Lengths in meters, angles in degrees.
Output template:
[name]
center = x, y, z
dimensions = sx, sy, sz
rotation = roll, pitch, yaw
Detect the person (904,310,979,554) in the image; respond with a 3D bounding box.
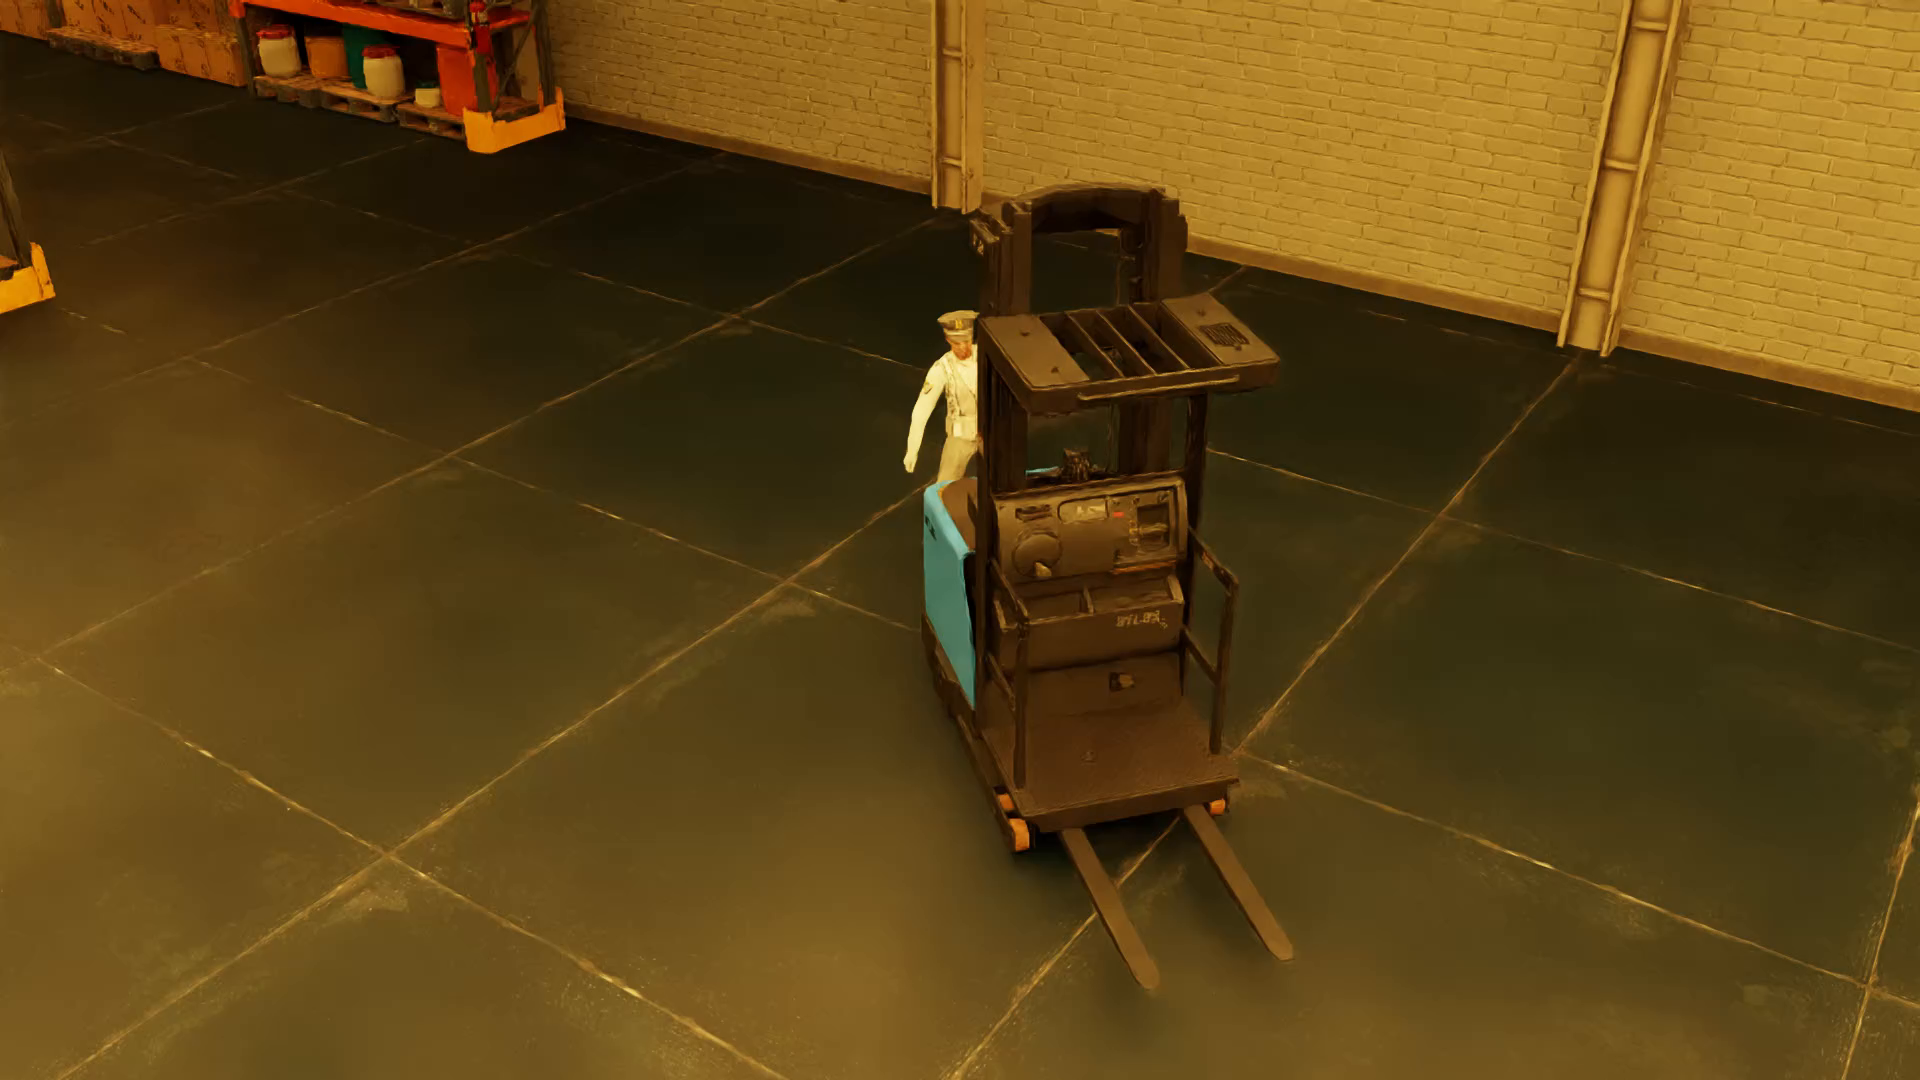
[person]
center = 0.021, -0.602, 9.960
dimensions = 0.740, 1.578, 0.444
rotation = -4, 30, -7

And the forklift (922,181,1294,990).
[forklift]
center = 0.680, 0.002, 7.578
dimensions = 1.130, 2.935, 3.031
rotation = -8, 31, -14
